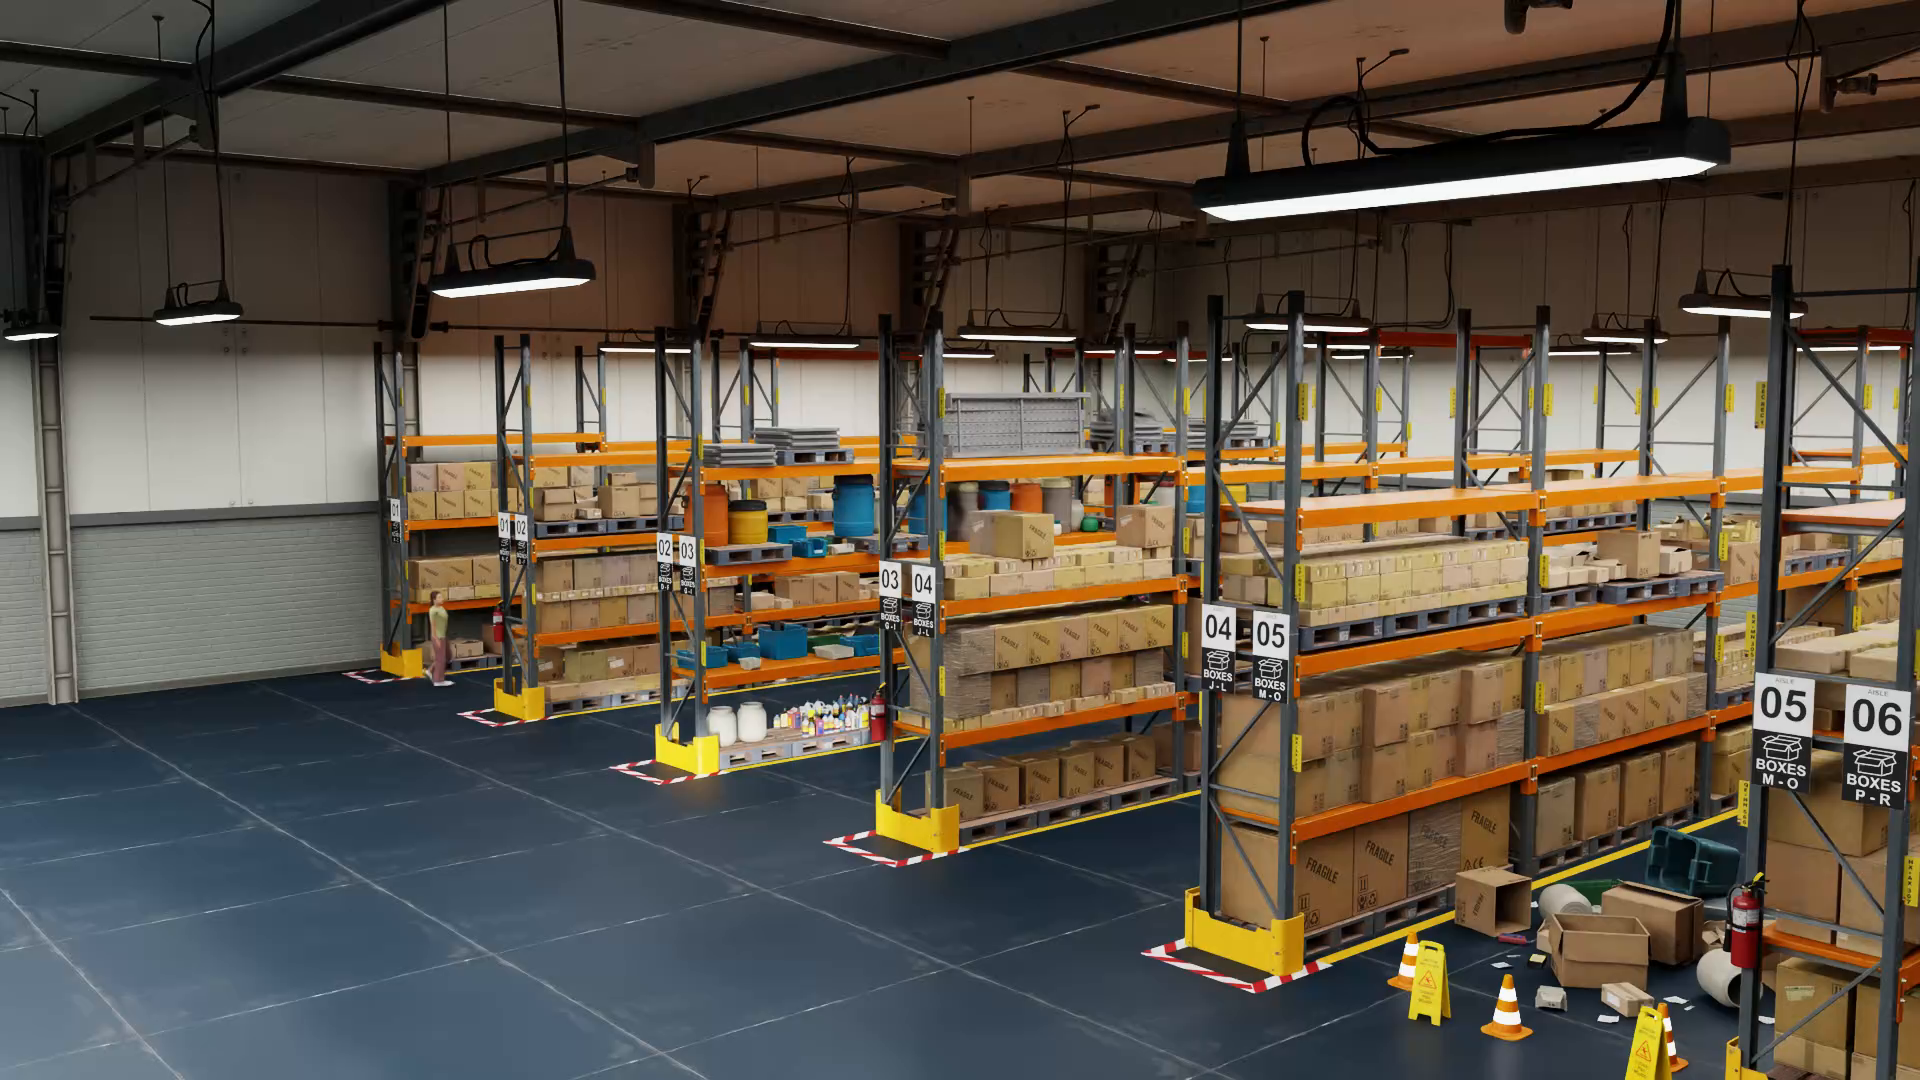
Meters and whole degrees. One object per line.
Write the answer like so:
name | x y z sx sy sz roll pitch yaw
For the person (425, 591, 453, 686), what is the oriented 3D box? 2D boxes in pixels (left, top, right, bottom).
person | -9.036 1.699 28.787 0.485 1.663 0.457 -1 5 -14
